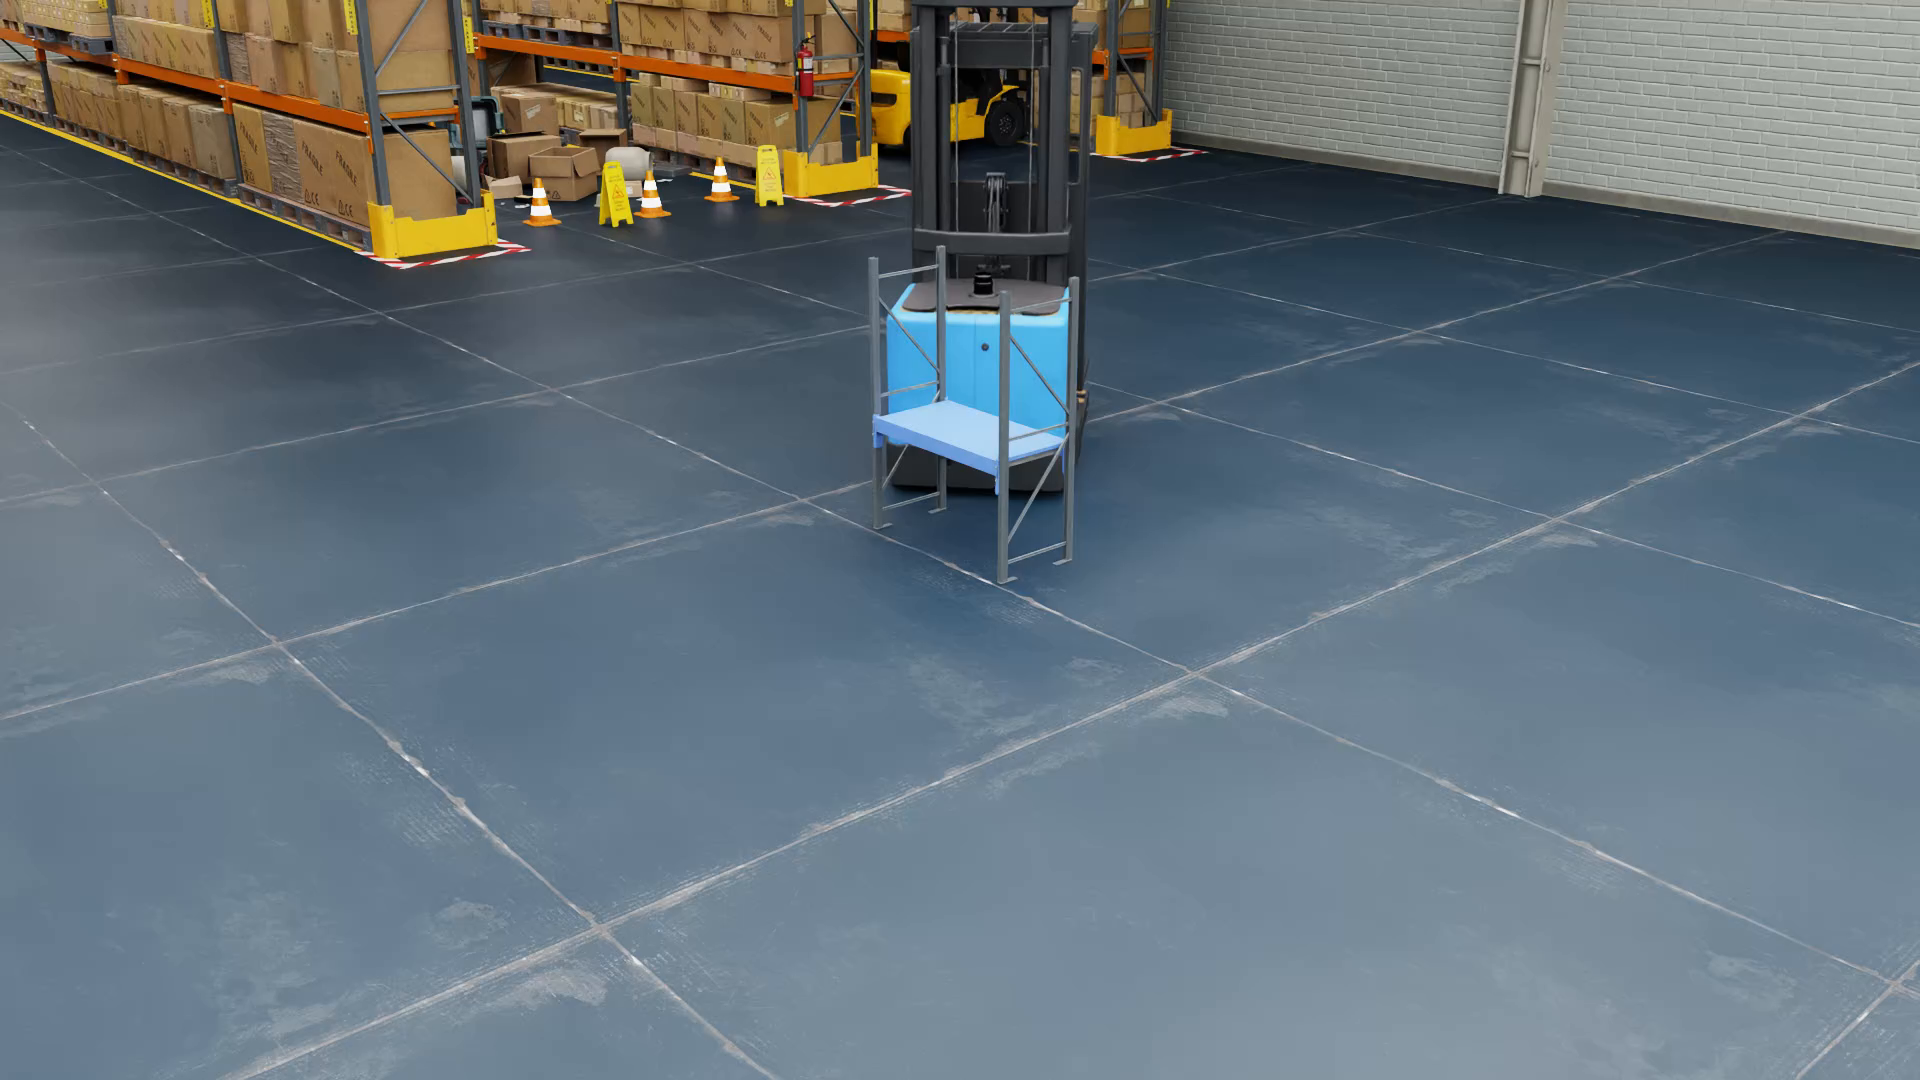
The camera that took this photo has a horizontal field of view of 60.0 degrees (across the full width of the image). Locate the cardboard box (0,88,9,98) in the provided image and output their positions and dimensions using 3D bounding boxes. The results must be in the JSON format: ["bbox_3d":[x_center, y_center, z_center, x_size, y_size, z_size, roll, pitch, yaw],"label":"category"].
[{"bbox_3d":[-14.988,-7.101,26.334,0.380,0.149,0.250,-17,27,-37],"label":"cardboard box"}]

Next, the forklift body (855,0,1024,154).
[{"bbox_3d":[-0.305,-6.333,22.204,2.313,2.155,1.214,-17,27,-37],"label":"forklift body"}]

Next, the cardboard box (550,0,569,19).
[{"bbox_3d":[-5.186,-7.295,22.376,0.500,0.500,0.500,-16,27,-36],"label":"cardboard box"}]

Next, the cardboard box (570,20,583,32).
[{"bbox_3d":[-4.953,-6.856,22.144,0.380,0.149,0.250,-18,28,-38],"label":"cardboard box"}]

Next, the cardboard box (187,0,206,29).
[{"bbox_3d":[-8.404,-6.144,19.050,0.700,0.500,0.500,-18,28,-38],"label":"cardboard box"}]

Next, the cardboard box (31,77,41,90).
[{"bbox_3d":[-13.586,-6.808,24.769,0.380,0.149,0.250,-17,27,-37],"label":"cardboard box"}]

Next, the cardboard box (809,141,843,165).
[{"bbox_3d":[-1.760,-4.660,19.963,0.500,0.250,0.500,-18,28,-38],"label":"cardboard box"}]

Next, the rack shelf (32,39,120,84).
[{"bbox_3d":[-11.655,-6.678,22.906,1.077,0.370,4.000,-17,27,-37],"label":"rack shelf"}]

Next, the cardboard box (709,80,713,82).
[{"bbox_3d":[-3.465,-5.726,21.656,0.500,0.500,0.500,-18,28,-38],"label":"cardboard box"}]

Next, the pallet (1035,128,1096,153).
[{"bbox_3d":[1.784,-5.542,22.843,1.003,0.211,1.213,-17,27,-37],"label":"pallet"}]

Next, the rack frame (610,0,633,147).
[{"bbox_3d":[-4.054,-6.561,21.622,1.000,3.000,0.127,-17,27,-37],"label":"rack frame"}]

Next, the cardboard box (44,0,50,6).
[{"bbox_3d":[-12.207,-7.345,22.578,0.380,0.149,0.250,-16,27,-36],"label":"cardboard box"}]

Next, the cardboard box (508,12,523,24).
[{"bbox_3d":[-6.127,-7.357,23.424,0.380,0.149,0.250,-17,27,-37],"label":"cardboard box"}]

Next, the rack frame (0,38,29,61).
[{"bbox_3d":[-15.571,-8.670,27.007,1.000,3.000,0.127,-17,27,-37],"label":"rack frame"}]

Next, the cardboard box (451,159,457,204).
[{"bbox_3d":[-5.947,-4.007,18.527,0.500,0.500,0.500,-12,25,-28],"label":"cardboard box"}]

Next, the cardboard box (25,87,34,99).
[{"bbox_3d":[-13.781,-6.725,24.965,0.380,0.149,0.250,-19,28,-39],"label":"cardboard box"}]

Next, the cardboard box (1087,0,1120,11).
[{"bbox_3d":[1.876,-7.016,21.758,0.380,0.149,0.250,-17,27,-37],"label":"cardboard box"}]

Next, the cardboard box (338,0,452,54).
[{"bbox_3d":[-5.340,-4.934,15.782,0.875,0.550,0.550,-17,27,-37],"label":"cardboard box"}]

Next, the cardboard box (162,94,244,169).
[{"bbox_3d":[-8.838,-4.920,19.942,1.050,0.750,0.750,-17,27,-37],"label":"cardboard box"}]

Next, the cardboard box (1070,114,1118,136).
[{"bbox_3d":[1.769,-5.608,22.385,0.500,0.250,0.500,-17,27,-37],"label":"cardboard box"}]

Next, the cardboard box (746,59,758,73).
[{"bbox_3d":[-2.250,-5.511,19.286,0.380,0.149,0.250,-18,28,-38],"label":"cardboard box"}]

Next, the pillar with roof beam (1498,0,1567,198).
[{"bbox_3d":[3.198,-7.156,14.916,9.100,9.000,0.400,-17,27,-37],"label":"pillar with roof beam"}]

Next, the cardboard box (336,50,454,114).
[{"bbox_3d":[-5.404,-4.411,15.928,0.875,0.550,0.550,-17,27,-37],"label":"cardboard box"}]

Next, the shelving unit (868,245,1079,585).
[{"bbox_3d":[0.056,-0.675,8.650,0.538,1.500,1.048,-17,27,-37],"label":"shelving unit"}]

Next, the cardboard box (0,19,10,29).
[{"bbox_3d":[-14.399,-7.886,25.350,0.380,0.149,0.250,-17,27,-36],"label":"cardboard box"}]

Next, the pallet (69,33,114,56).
[{"bbox_3d":[-10.895,-6.542,21.837,1.213,0.211,1.003,-17,27,-37],"label":"pallet"}]

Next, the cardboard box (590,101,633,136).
[{"bbox_3d":[-4.398,-5.677,22.394,0.950,0.372,0.625,-17,27,-37],"label":"cardboard box"}]

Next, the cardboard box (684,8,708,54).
[{"bbox_3d":[-2.970,-6.148,20.024,0.500,0.500,0.500,-17,27,-37],"label":"cardboard box"}]

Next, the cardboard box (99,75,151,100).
[{"bbox_3d":[-10.994,-5.967,21.930,0.500,0.250,0.500,-18,28,-39],"label":"cardboard box"}]

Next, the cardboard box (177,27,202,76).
[{"bbox_3d":[-8.611,-5.621,19.086,0.500,0.500,0.500,-18,28,-38],"label":"cardboard box"}]

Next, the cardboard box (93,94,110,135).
[{"bbox_3d":[-11.313,-5.755,22.417,0.500,0.500,0.500,-16,27,-35],"label":"cardboard box"}]

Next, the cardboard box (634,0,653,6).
[{"bbox_3d":[-3.614,-6.892,20.552,0.700,0.500,0.500,-17,27,-37],"label":"cardboard box"}]

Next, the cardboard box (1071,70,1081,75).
[{"bbox_3d":[1.440,-6.212,22.555,0.500,0.250,0.500,-17,27,-36],"label":"cardboard box"}]

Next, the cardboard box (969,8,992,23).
[{"bbox_3d":[0.480,-7.326,23.438,0.500,0.500,0.500,-18,28,-38],"label":"cardboard box"}]

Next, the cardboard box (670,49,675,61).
[{"bbox_3d":[-3.358,-6.014,20.571,0.380,0.149,0.250,-18,27,-38],"label":"cardboard box"}]

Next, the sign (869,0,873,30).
[{"bbox_3d":[-1.032,-5.988,18.973,0.100,0.325,0.005,-17,27,-37],"label":"sign"}]

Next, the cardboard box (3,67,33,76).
[{"bbox_3d":[-14.750,-7.314,26.063,0.380,0.149,0.250,-16,27,-35],"label":"cardboard box"}]

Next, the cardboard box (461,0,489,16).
[{"bbox_3d":[-7.174,-7.902,24.567,0.500,0.250,0.500,-18,27,-38],"label":"cardboard box"}]

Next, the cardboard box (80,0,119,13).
[{"bbox_3d":[-11.016,-6.842,21.292,0.380,0.149,0.250,-19,28,-39],"label":"cardboard box"}]

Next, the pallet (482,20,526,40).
[{"bbox_3d":[-6.119,-7.405,24.041,1.213,0.211,1.003,-17,27,-37],"label":"pallet"}]

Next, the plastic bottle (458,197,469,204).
[{"bbox_3d":[-5.485,-3.828,18.673,0.133,0.061,0.283,12,24,27],"label":"plastic bottle"}]

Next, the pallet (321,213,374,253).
[{"bbox_3d":[-5.708,-3.153,16.746,1.003,0.211,1.213,-17,27,-37],"label":"pallet"}]

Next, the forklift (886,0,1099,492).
[{"bbox_3d":[0.276,-2.141,10.432,1.130,2.935,3.031,3,22,7],"label":"forklift"}]

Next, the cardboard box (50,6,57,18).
[{"bbox_3d":[-12.029,-7.132,22.441,0.380,0.149,0.250,-18,28,-38],"label":"cardboard box"}]

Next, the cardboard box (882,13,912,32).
[{"bbox_3d":[-0.823,-7.751,24.866,0.500,0.250,0.500,-17,27,-36],"label":"cardboard box"}]

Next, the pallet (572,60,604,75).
[{"bbox_3d":[-6.766,-9.183,32.140,1.003,0.211,1.213,-17,27,-37],"label":"pallet"}]

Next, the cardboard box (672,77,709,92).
[{"bbox_3d":[-3.323,-5.636,20.538,0.380,0.149,0.250,-16,26,-34],"label":"cardboard box"}]

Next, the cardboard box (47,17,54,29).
[{"bbox_3d":[-12.195,-7.066,22.680,0.380,0.149,0.250,-18,28,-38],"label":"cardboard box"}]

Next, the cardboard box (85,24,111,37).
[{"bbox_3d":[-11.019,-6.565,21.402,0.380,0.149,0.250,-17,27,-37],"label":"cardboard box"}]

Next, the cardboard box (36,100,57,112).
[{"bbox_3d":[-13.474,-6.460,24.699,0.380,0.149,0.250,-17,27,-37],"label":"cardboard box"}]

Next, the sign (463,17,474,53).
[{"bbox_3d":[-4.703,-4.820,15.882,0.100,0.325,0.005,-17,27,-37],"label":"sign"}]
